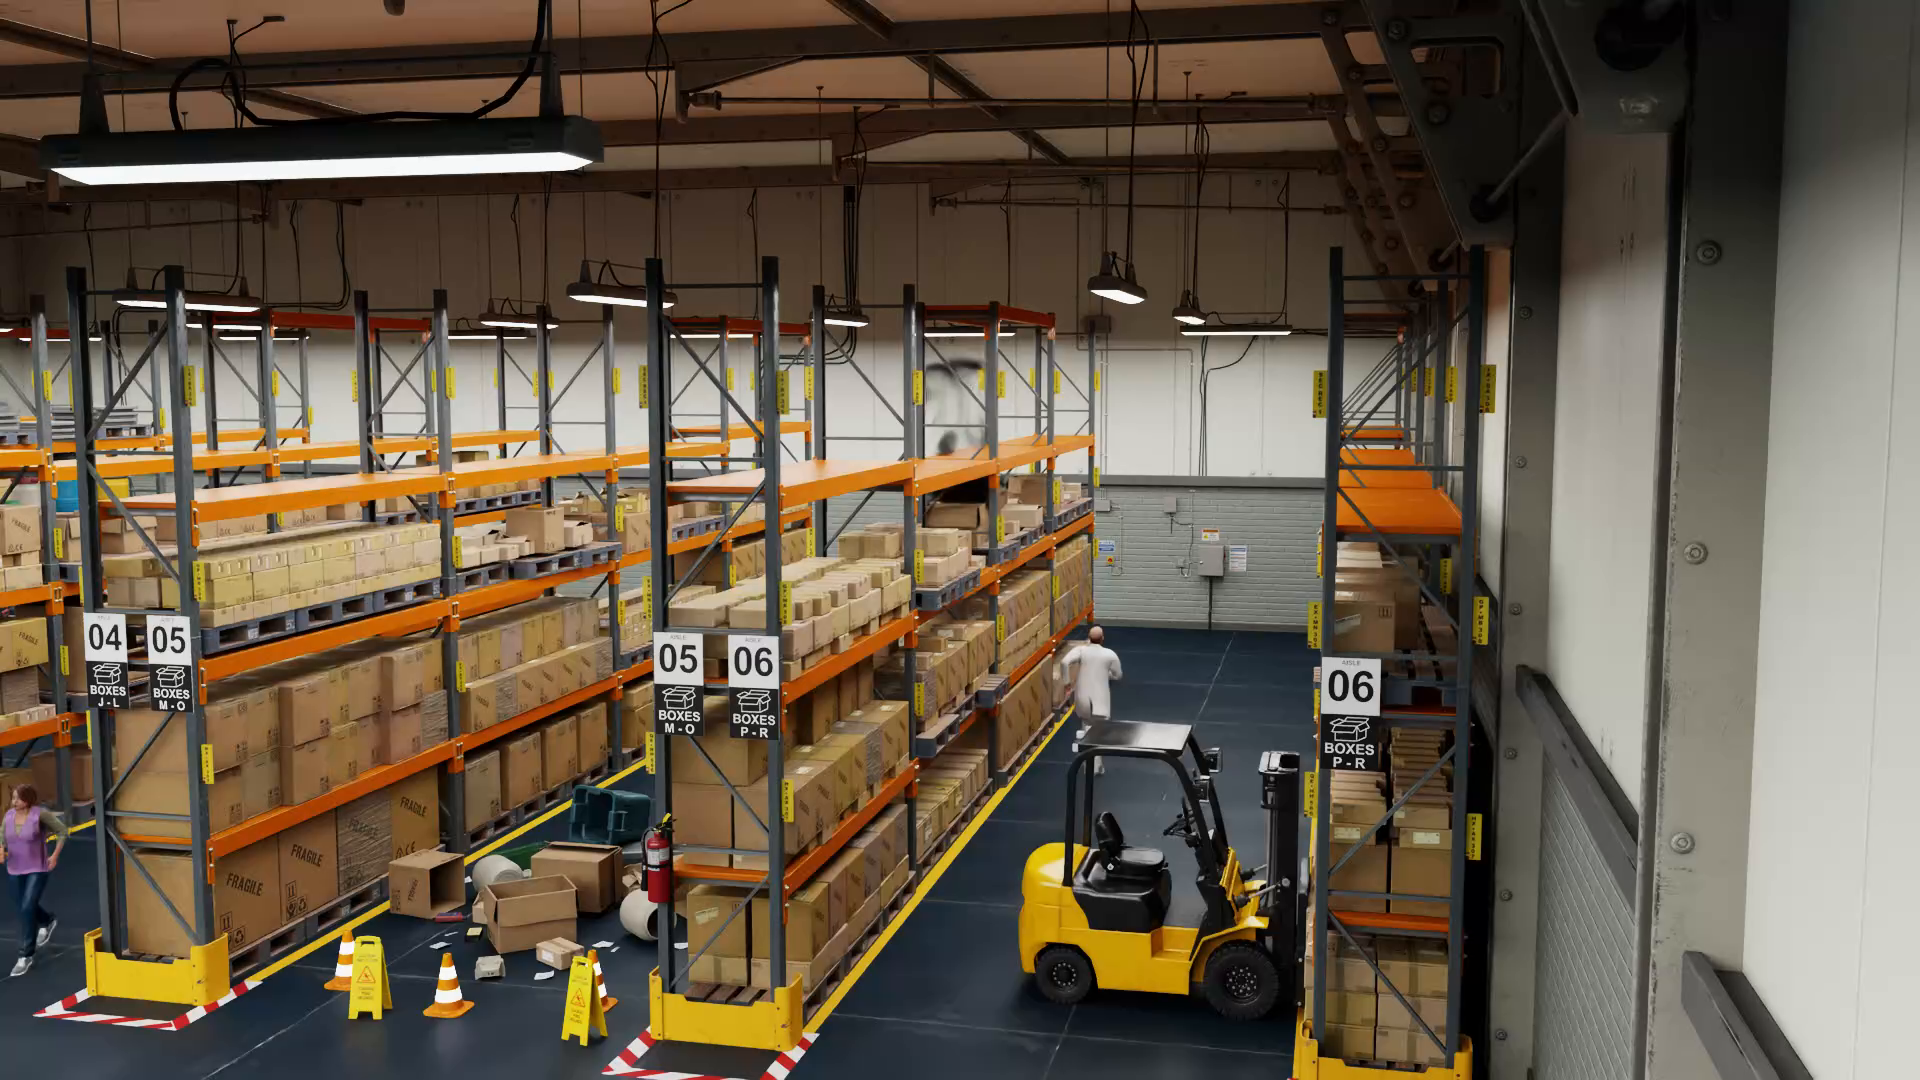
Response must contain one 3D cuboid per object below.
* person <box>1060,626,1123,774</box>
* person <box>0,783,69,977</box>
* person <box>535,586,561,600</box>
[{"bbox_3d":[1.596,1.975,20.196,0.725,1.862,0.917,2,6,14],"label":"person"},{"bbox_3d":[-8.119,2.905,14.557,0.562,1.615,0.773,0,6,2],"label":"person"},{"bbox_3d":[-6.810,1.511,27.613,0.645,1.751,0.633,1,6,7],"label":"person"}]
